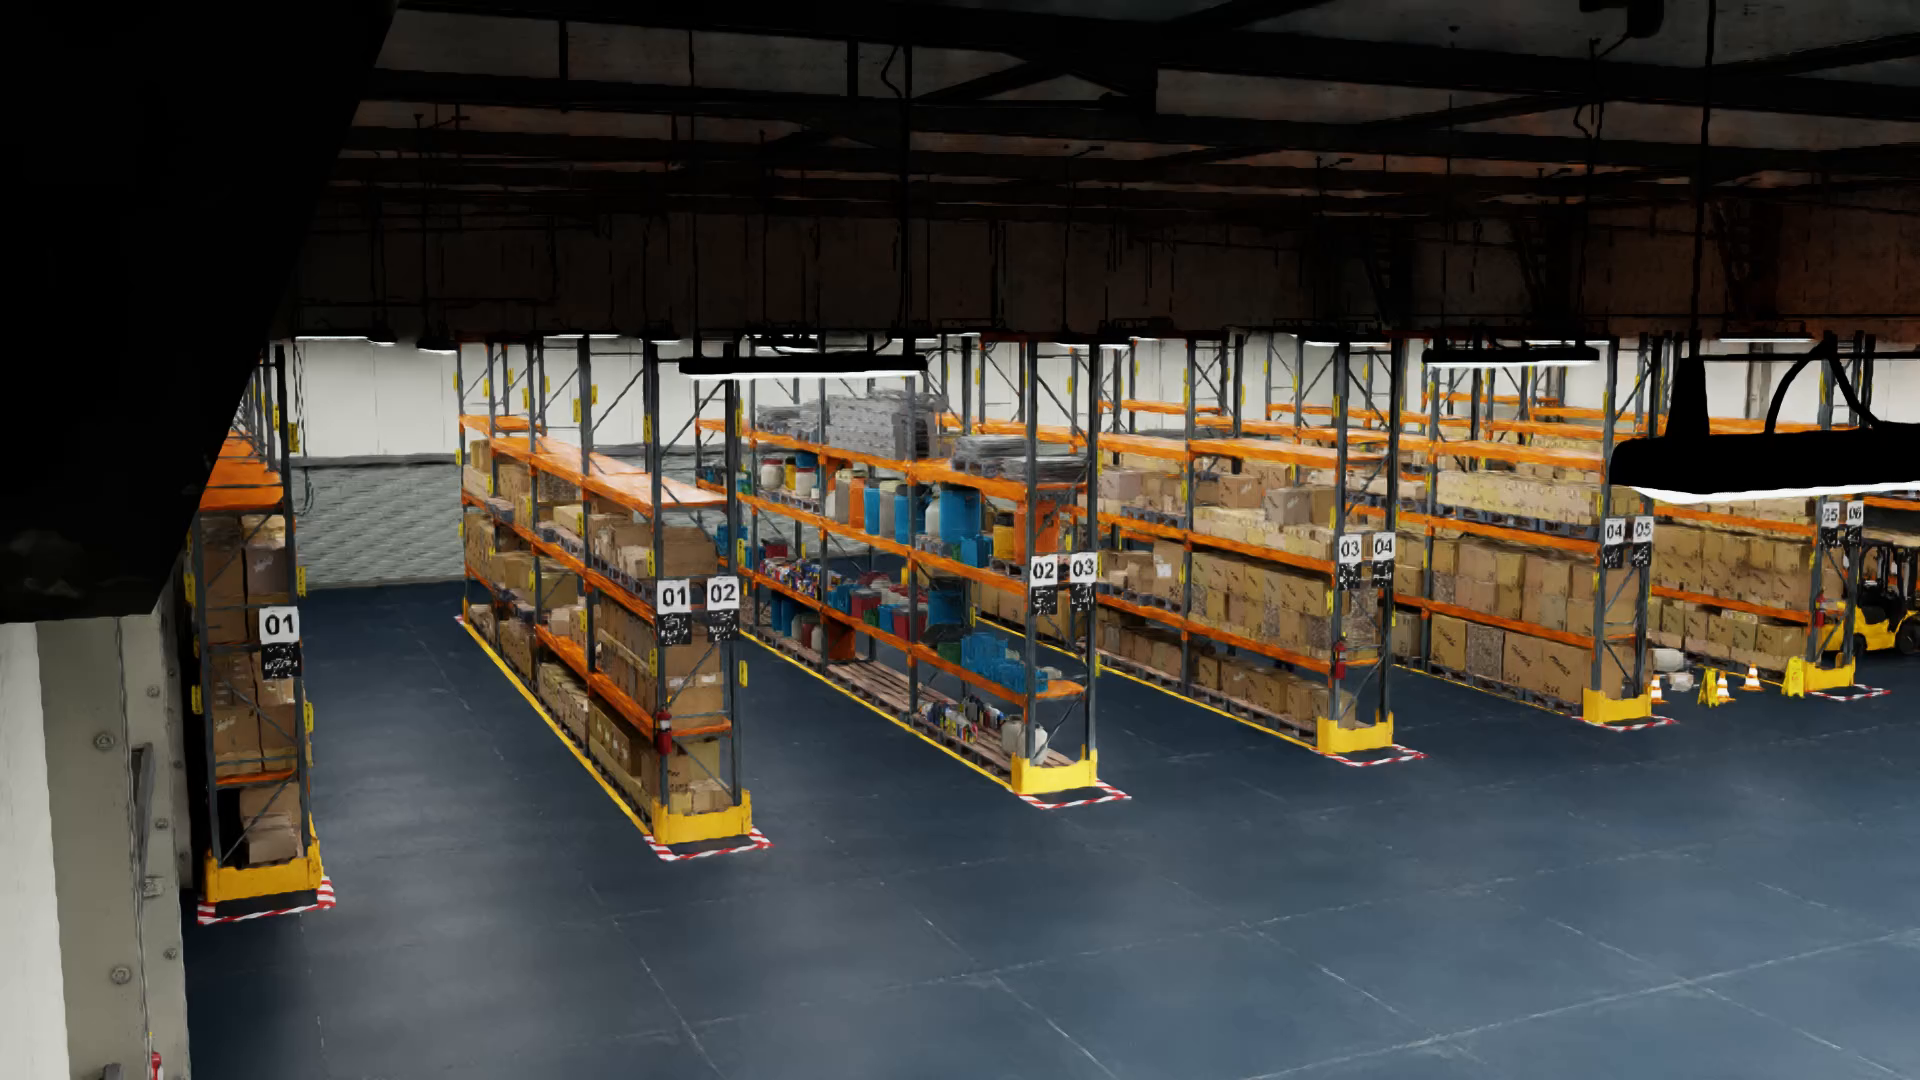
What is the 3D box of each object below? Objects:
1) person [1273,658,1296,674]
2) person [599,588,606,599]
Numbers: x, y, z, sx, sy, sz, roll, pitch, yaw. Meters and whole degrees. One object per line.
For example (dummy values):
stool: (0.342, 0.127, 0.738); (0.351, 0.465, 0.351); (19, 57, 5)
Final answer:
person: (5.725, 1.669, 28.840); (0.478, 1.554, 1.093); (-4, 9, -26)
person: (-7.146, 0.912, 33.858); (0.567, 1.736, 1.044); (-4, 9, -25)
